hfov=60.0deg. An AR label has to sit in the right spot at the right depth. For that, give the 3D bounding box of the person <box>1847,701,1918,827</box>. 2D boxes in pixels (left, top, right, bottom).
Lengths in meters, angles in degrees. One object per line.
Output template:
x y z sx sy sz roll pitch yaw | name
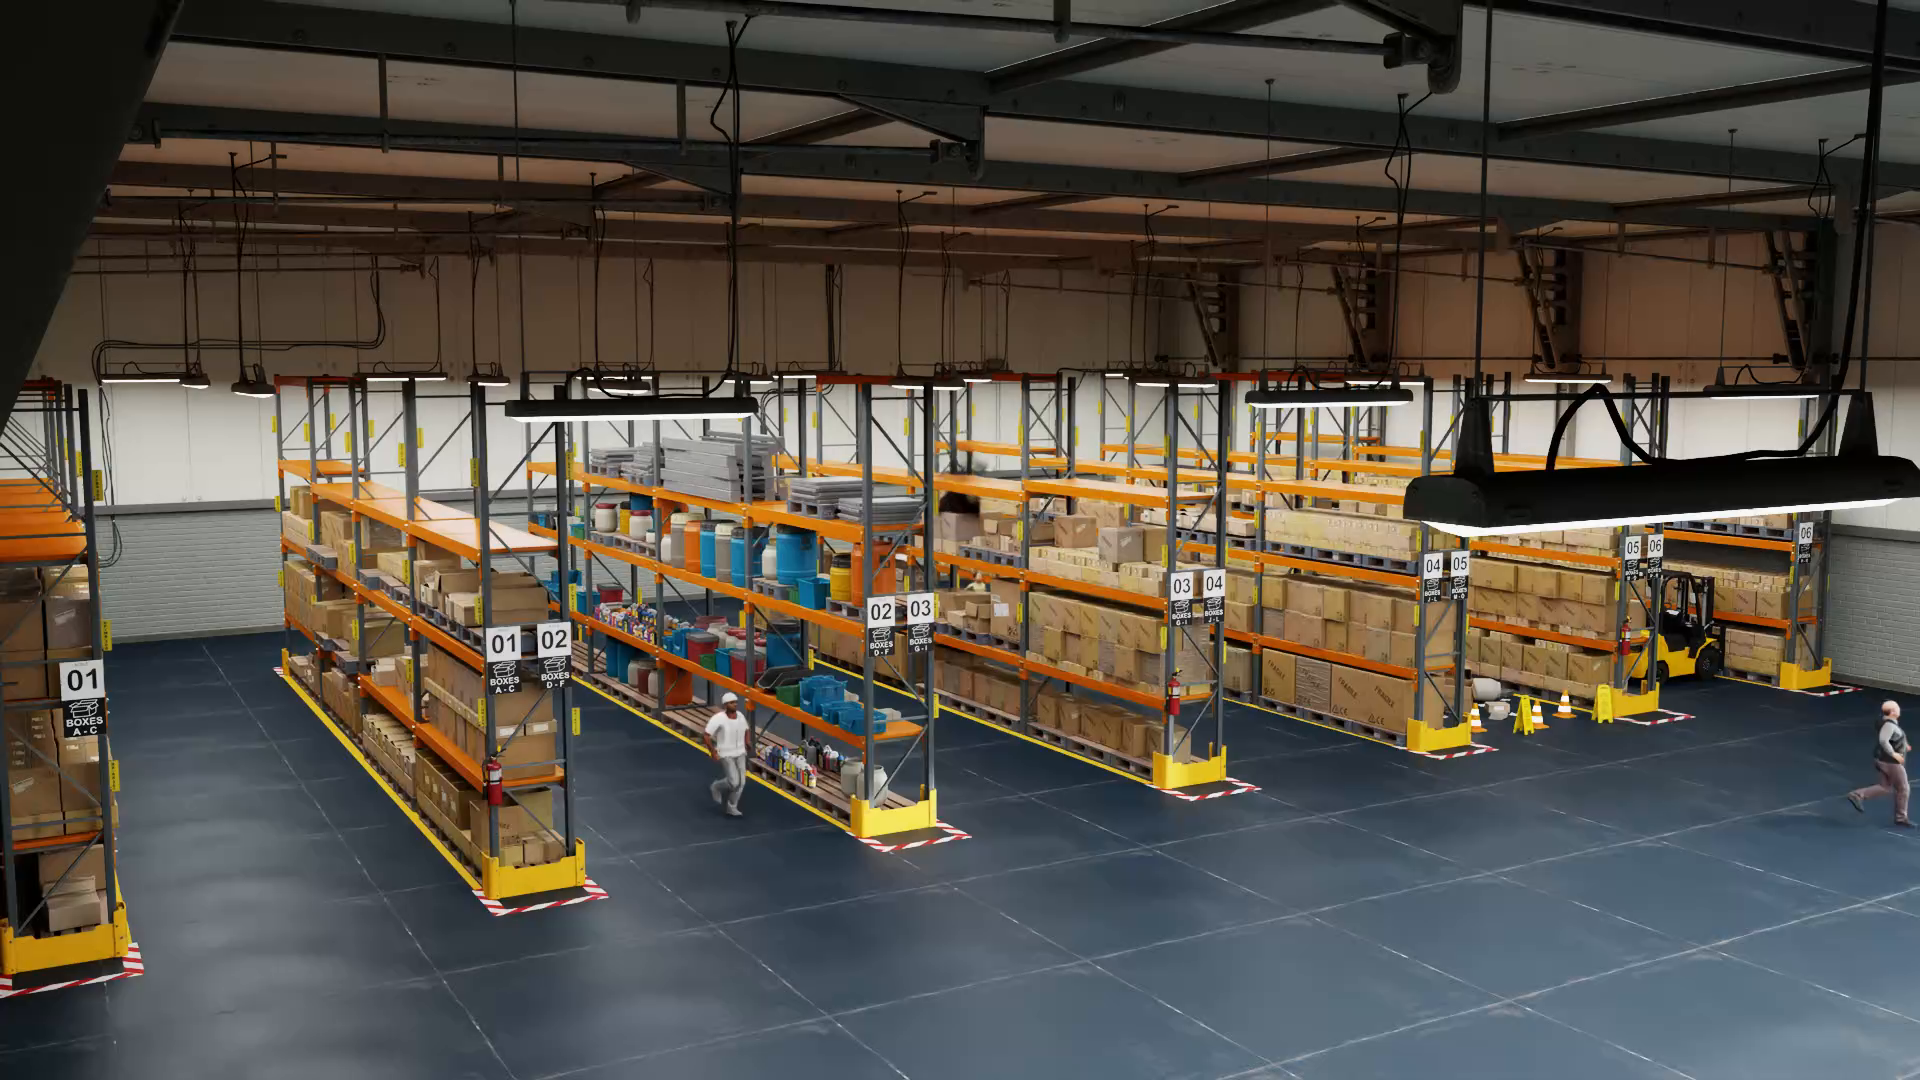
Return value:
12.559 3.029 22.554 0.880 1.721 0.662 1 6 11 | person

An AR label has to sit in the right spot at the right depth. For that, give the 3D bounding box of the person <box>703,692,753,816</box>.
-3.186 2.963 23.068 0.705 1.718 0.582 -6 9 -43 | person

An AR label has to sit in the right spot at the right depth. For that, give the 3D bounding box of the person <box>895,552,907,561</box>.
-1.670 0.967 40.976 0.760 1.765 0.945 4 7 30 | person

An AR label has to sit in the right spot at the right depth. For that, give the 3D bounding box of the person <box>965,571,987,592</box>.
0.377 1.496 36.876 0.580 1.649 0.747 -4 7 -33 | person
